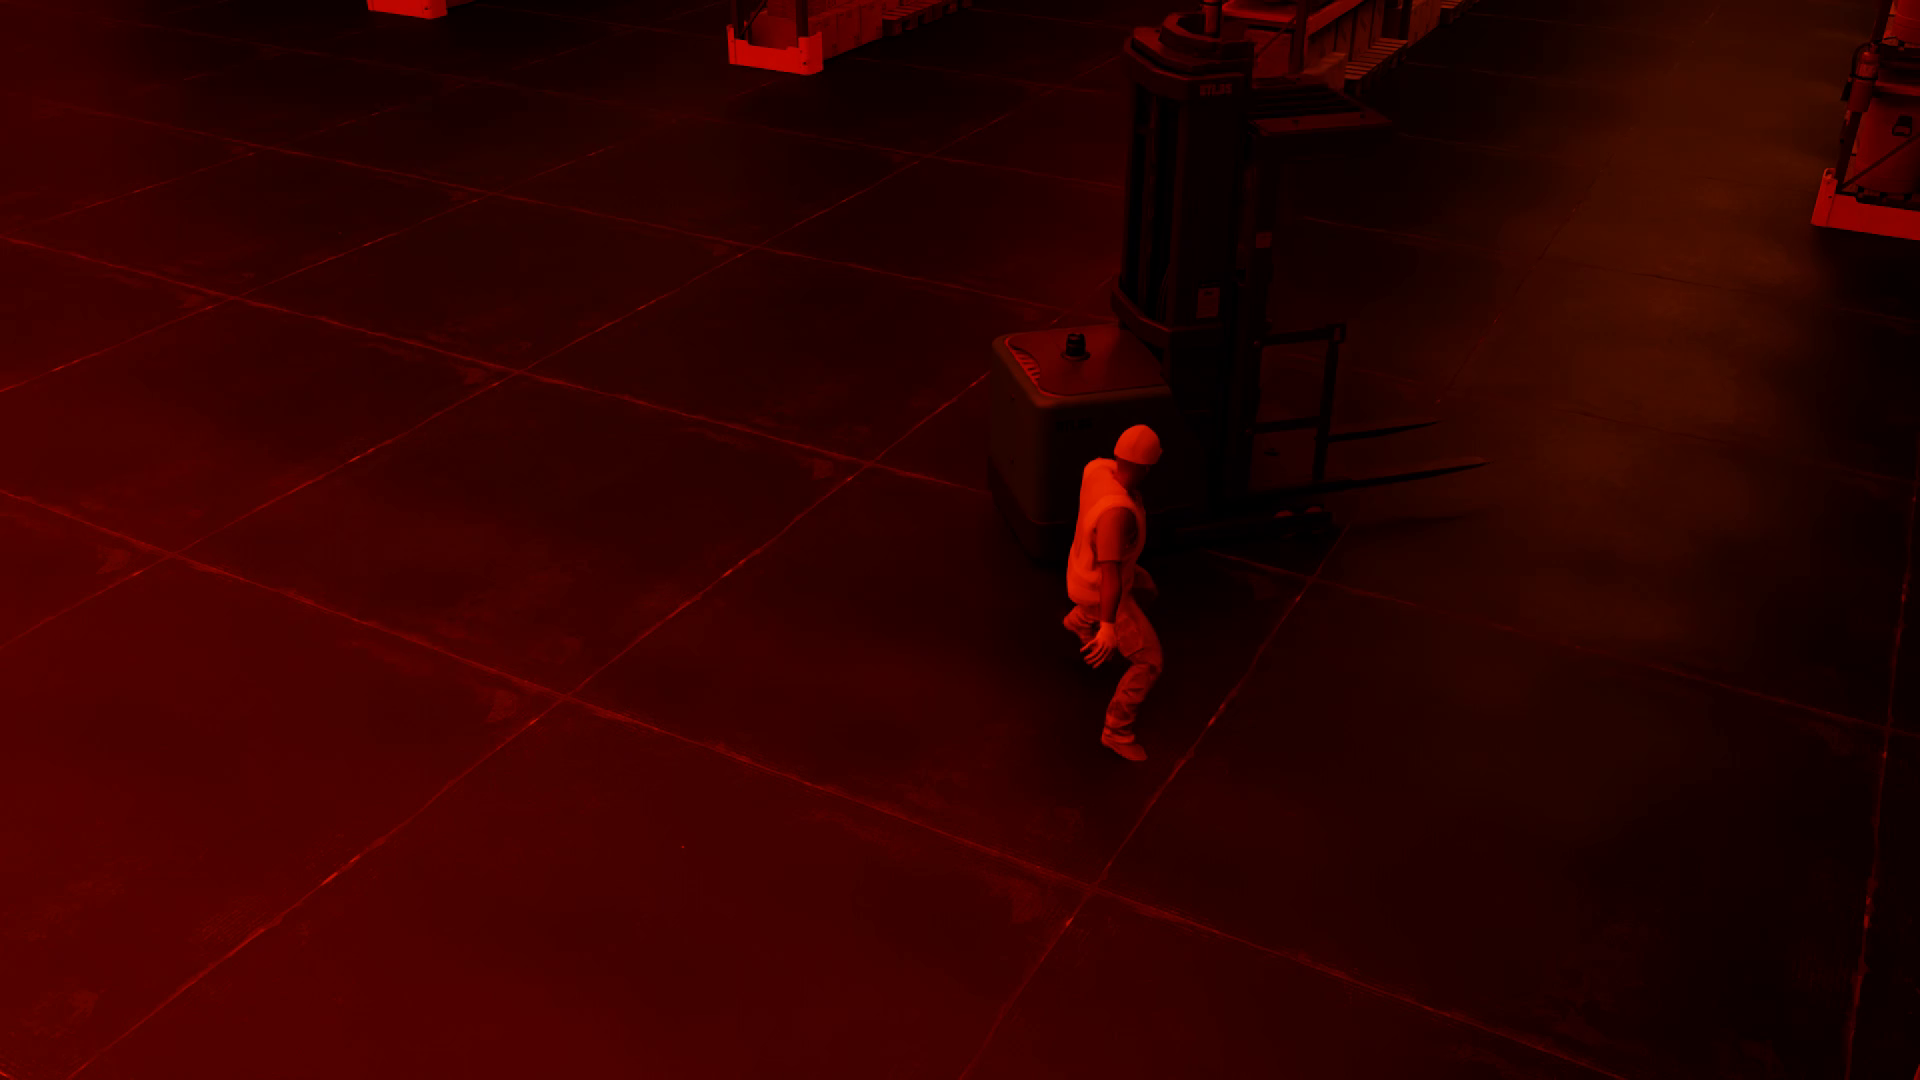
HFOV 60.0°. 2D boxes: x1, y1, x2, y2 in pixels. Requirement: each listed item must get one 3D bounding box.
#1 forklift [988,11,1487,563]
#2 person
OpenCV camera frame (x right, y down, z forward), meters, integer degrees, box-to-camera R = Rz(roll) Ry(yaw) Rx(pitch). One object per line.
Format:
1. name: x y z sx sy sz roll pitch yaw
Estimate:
1. forklift: 1.748 -1.527 9.717 3.031 2.935 1.130 -8 31 -13
2. person: 0.750 0.218 8.063 0.505 1.665 1.209 2 30 4
